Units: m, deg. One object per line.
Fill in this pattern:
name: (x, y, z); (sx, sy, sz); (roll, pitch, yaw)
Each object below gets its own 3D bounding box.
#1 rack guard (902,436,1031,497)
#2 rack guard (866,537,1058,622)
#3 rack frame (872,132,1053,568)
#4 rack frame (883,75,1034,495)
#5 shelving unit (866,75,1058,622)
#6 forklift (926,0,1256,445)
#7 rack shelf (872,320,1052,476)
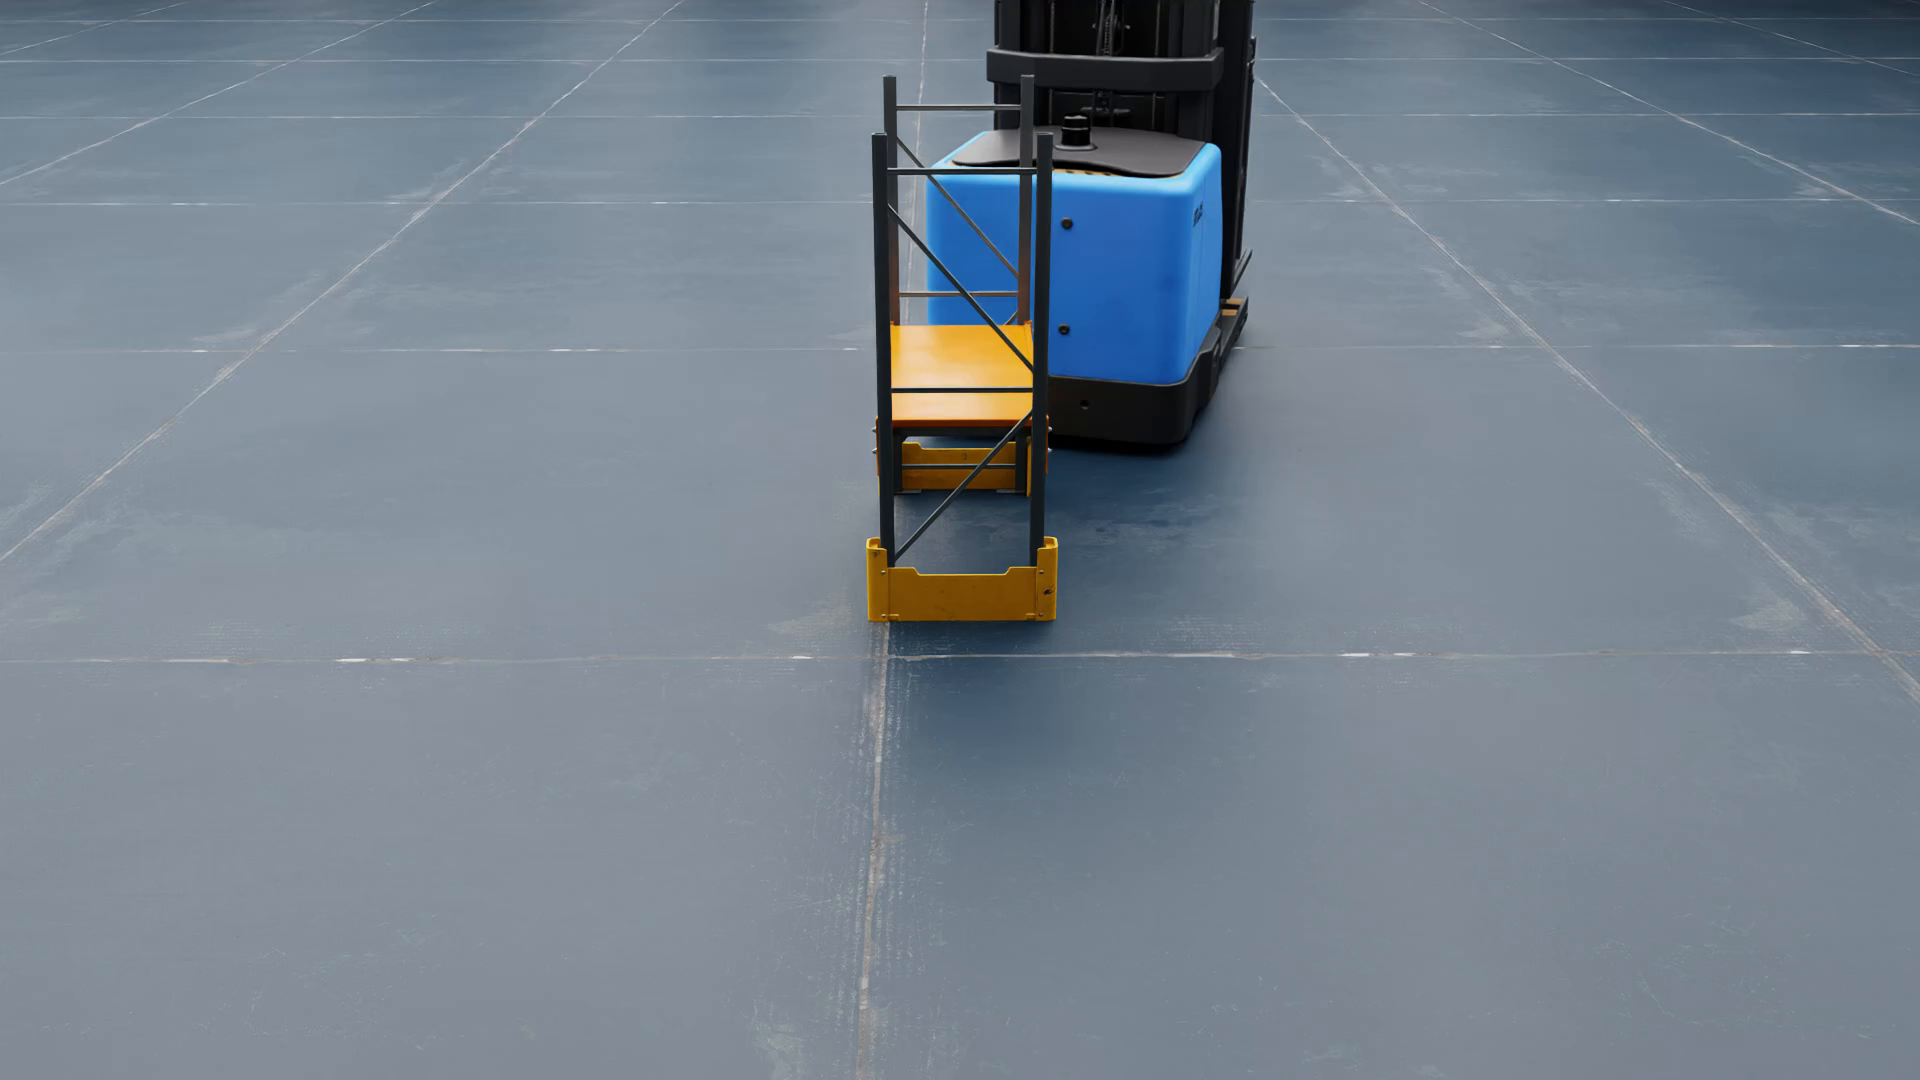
rack guard: (-0.005, -0.288, 6.083); (0.587, 0.250, 0.087); (0, 24, -1)
rack guard: (0.006, 0.123, 5.175); (0.587, 0.250, 0.087); (0, 24, -1)
rack frame: (0.006, -0.439, 4.900); (0.500, 1.500, 0.032); (0, 24, -1)
rack frame: (-0.005, -0.858, 5.826); (0.500, 1.500, 0.032); (0, 24, -1)
shelving unit: (0.001, -0.652, 5.371); (0.587, 1.500, 1.083); (0, 24, -1)
forklift: (0.751, -2.285, 7.244); (1.130, 2.935, 3.031); (7, 25, 14)
rack shelf: (0.001, -0.484, 5.437); (0.538, 0.185, 1.000); (0, 24, -1)
